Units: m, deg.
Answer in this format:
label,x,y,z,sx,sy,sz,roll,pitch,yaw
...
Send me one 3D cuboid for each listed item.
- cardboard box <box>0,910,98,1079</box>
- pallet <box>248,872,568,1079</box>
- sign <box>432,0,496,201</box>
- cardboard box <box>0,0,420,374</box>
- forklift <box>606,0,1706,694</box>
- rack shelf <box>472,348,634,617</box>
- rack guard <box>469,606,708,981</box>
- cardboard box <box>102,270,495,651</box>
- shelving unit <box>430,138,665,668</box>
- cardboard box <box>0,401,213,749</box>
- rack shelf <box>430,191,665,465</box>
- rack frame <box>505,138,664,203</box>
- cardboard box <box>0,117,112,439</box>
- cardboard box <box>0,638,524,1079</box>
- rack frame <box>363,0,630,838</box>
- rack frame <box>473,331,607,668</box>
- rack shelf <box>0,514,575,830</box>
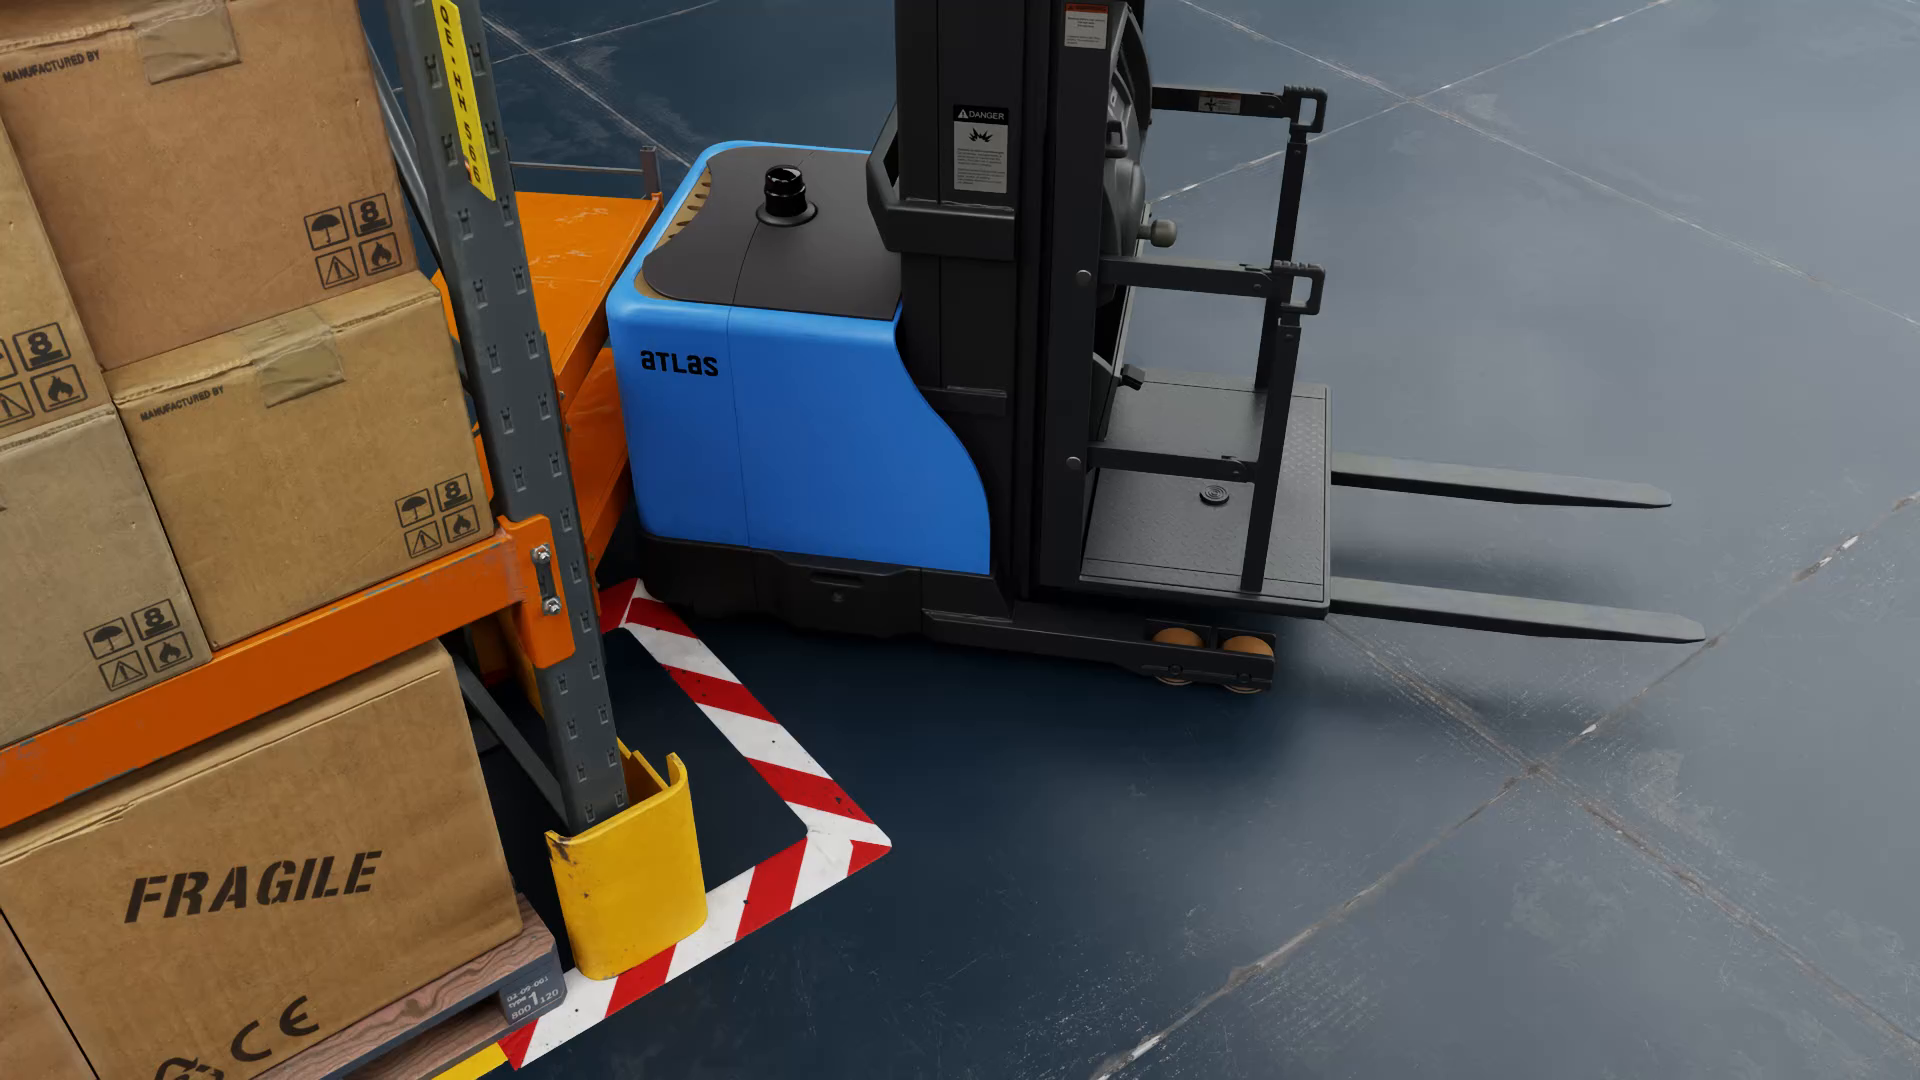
label,x,y,z,sx,sy,sz,roll,pitch,yaw
cardboard box,-2.304,0.853,3.189,0.875,0.875,0.875,-27,46,-29
pallet,-1.696,0.984,3.884,1.213,0.211,1.003,-26,46,-28
sign,-0.790,-0.703,2.642,0.005,0.325,0.100,-26,46,-28
cardboard box,-1.428,-0.794,2.883,0.550,0.550,0.875,-26,46,-28
forklift,0.617,-1.064,4.236,3.031,2.935,1.130,6,40,8
rack shelf,-1.206,-0.222,5.020,0.538,0.278,1.000,5,40,6
rack guard,-1.091,0.515,4.228,0.348,0.500,1.175,-26,46,-28
cardboard box,-1.376,-0.334,3.174,0.550,0.550,0.875,-26,46,-28
shelving unit,-1.206,-0.412,4.865,0.538,1.125,1.048,5,40,6
cardboard box,-1.799,-0.110,2.901,0.550,0.550,0.875,-26,46,-28
rack shelf,-1.206,-0.638,4.679,0.538,0.278,1.000,5,40,6
rack frame,-1.140,-0.731,5.254,0.500,1.125,0.032,5,40,6
cardboard box,-1.808,-0.535,2.567,0.550,0.550,0.875,-26,46,-28
cardboard box,-1.607,0.512,3.605,0.875,0.875,0.875,-26,46,-28
rack frame,-1.110,-0.442,3.424,0.127,3.000,1.000,-26,46,-28
rack frame,-1.273,-0.092,4.475,0.500,1.125,0.032,5,40,6
rack shelf,-2.696,0.609,2.710,4.000,0.370,1.077,-26,46,-28
